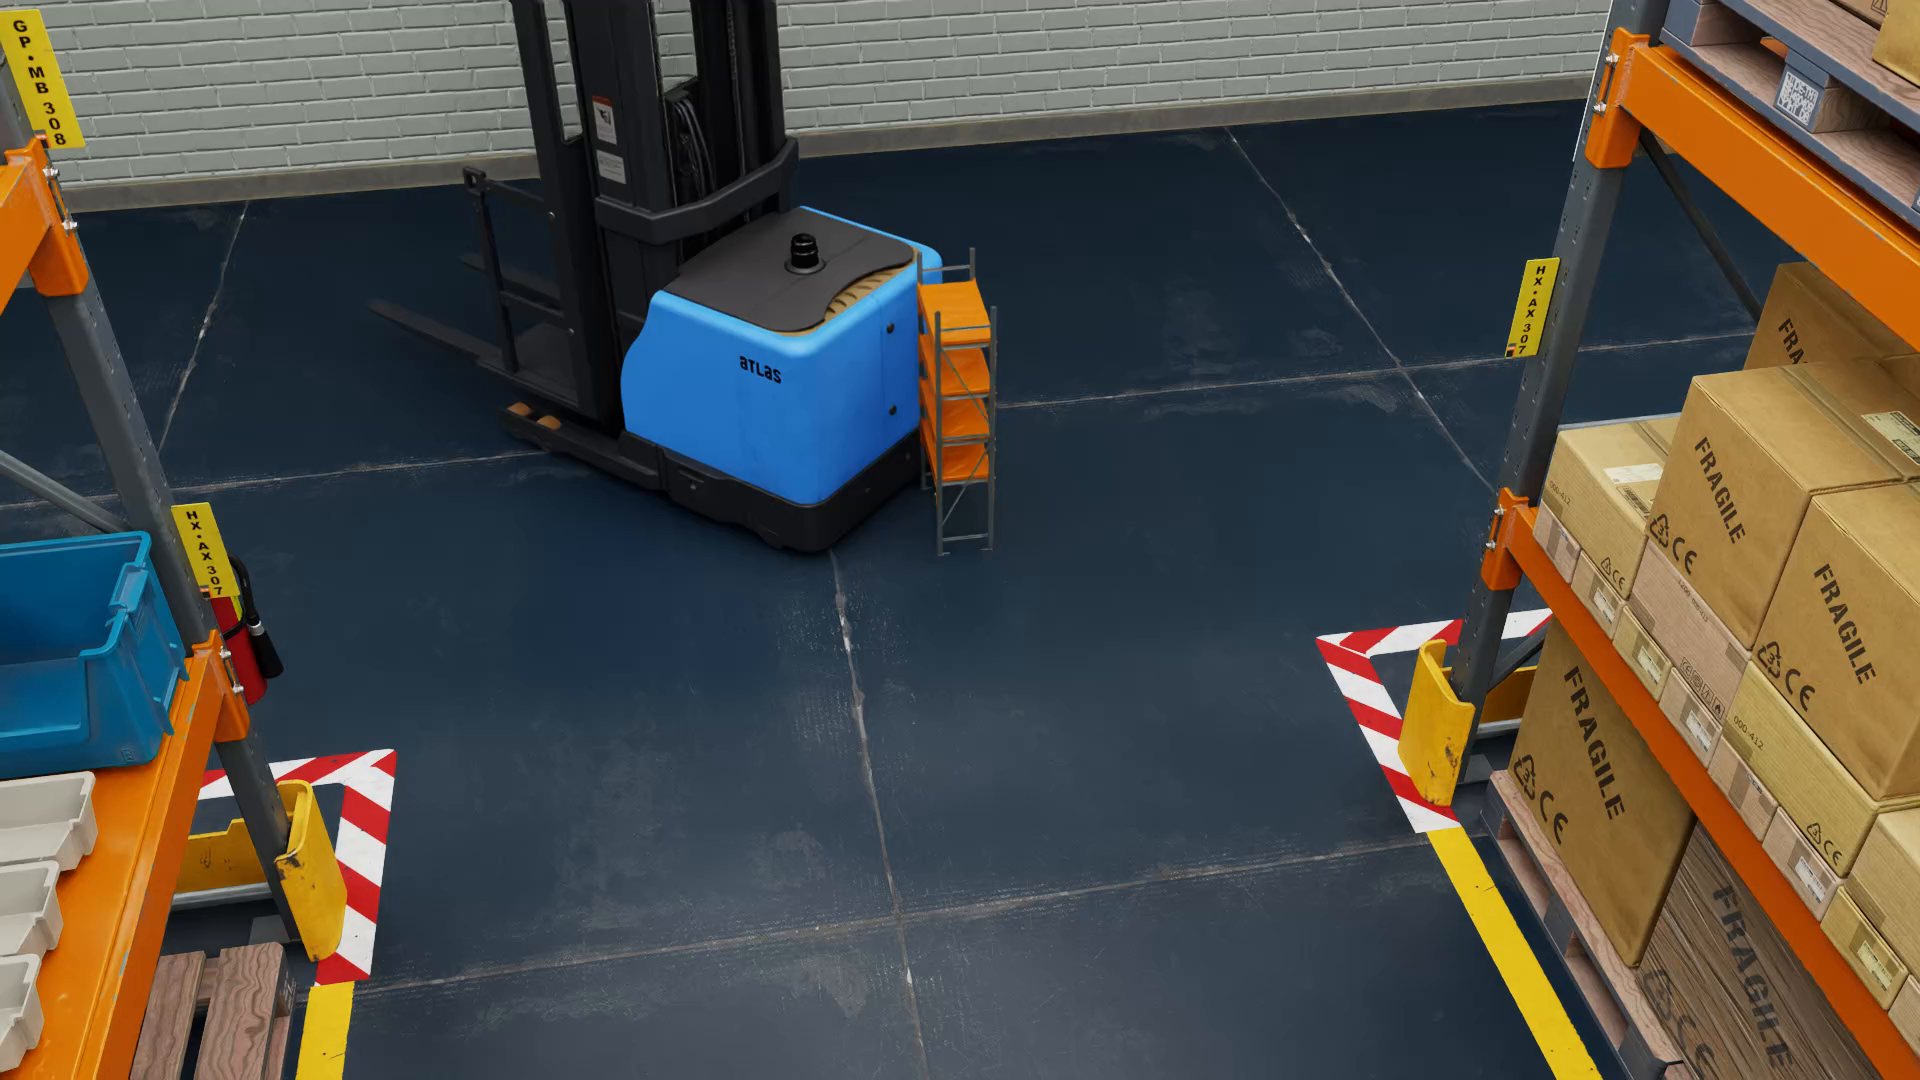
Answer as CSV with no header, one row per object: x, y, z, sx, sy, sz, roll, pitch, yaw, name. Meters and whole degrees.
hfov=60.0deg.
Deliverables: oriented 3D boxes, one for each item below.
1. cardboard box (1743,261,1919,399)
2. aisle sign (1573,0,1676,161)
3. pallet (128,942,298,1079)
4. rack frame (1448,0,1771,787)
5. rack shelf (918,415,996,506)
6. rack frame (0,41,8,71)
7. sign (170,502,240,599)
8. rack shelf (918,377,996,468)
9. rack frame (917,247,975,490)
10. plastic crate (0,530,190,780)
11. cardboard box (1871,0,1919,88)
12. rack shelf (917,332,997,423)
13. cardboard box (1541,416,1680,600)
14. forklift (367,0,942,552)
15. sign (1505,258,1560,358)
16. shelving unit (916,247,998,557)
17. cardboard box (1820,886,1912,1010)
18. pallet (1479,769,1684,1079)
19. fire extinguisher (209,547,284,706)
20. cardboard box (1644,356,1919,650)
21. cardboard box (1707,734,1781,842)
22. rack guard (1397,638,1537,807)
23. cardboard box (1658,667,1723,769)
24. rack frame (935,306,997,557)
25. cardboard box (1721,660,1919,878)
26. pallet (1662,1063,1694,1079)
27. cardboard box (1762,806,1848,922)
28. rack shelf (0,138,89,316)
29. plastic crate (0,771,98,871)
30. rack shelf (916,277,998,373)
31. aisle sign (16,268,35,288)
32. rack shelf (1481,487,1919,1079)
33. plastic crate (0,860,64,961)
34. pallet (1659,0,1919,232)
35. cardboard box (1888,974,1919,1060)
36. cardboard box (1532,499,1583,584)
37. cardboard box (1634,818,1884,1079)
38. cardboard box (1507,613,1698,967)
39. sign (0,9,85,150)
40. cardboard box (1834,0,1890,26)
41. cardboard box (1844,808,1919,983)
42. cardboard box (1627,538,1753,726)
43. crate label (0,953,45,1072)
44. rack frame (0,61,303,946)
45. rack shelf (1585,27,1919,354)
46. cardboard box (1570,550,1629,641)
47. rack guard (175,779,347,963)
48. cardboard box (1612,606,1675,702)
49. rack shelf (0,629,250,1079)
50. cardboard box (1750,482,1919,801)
2.582,-0.455,4.660,0.500,0.500,0.500,-6,38,-7,cardboard box
1.930,-1.405,4.494,0.394,0.787,0.004,-6,38,-8,aisle sign
-2.532,1.769,4.801,1.003,0.211,1.213,-6,38,-8,pallet
2.238,-0.367,5.277,1.000,3.000,0.127,-6,38,-8,rack frame
-0.017,-0.357,7.165,0.258,0.148,0.480,-6,38,-7,rack shelf
-2.638,-2.203,2.751,1.000,3.000,0.127,-6,38,-8,rack frame
-2.100,0.032,4.630,0.100,0.325,0.005,-6,38,-8,sign
-0.017,-0.514,7.043,0.258,0.148,0.480,-6,38,-7,rack shelf
-0.057,-0.715,7.192,0.240,1.200,0.015,-6,38,-7,rack frame
-2.396,0.310,4.328,0.616,0.435,0.499,-6,38,-8,plastic crate
2.362,-1.135,3.316,0.700,0.500,0.500,-8,38,-10,cardboard box
-0.017,-0.690,6.906,0.258,0.148,0.480,-6,38,-7,rack shelf
2.056,-0.106,4.822,0.500,0.250,0.500,-7,38,-9,cardboard box
-1.566,-1.815,7.197,3.031,2.935,1.130,23,43,26,forklift
1.691,-0.684,4.915,0.100,0.325,0.005,-6,38,-8,sign
-0.017,-0.567,7.002,0.258,1.200,0.503,-6,38,-7,shelving unit
2.246,0.911,3.837,0.380,0.149,0.250,-7,38,-9,cardboard box
2.455,1.209,5.522,1.003,0.211,1.213,-6,38,-8,pallet
-2.217,0.204,4.910,0.296,0.674,0.183,-6,38,-8,fire extinguisher
2.144,-0.100,4.203,0.500,0.500,0.500,-7,38,-9,cardboard box
2.157,0.603,4.234,0.380,0.149,0.250,-7,38,-9,cardboard box
2.234,0.606,6.063,1.175,0.500,0.348,-6,38,-8,rack guard
2.114,0.449,4.432,0.380,0.149,0.250,-7,38,-9,cardboard box
0.023,-0.419,6.812,0.240,1.200,0.015,-6,38,-7,rack frame
2.239,0.511,4.027,0.500,0.250,0.500,-7,38,-9,cardboard box
2.666,1.944,4.576,1.003,0.211,1.213,-6,38,-8,pallet
2.203,0.759,4.033,0.380,0.149,0.250,-7,38,-8,cardboard box
-2.288,0.473,2.337,1.077,0.370,4.000,-6,38,-8,rack shelf
-2.317,0.719,4.045,0.396,0.136,0.243,-6,38,-8,plastic crate
-0.017,-0.877,6.761,0.258,0.148,0.480,-6,38,-7,rack shelf
-2.362,-0.936,3.891,0.394,0.787,0.004,-6,38,-8,aisle sign
2.589,1.125,3.943,1.077,0.370,4.000,-6,38,-8,rack shelf
-2.280,0.896,3.818,0.396,0.136,0.243,-6,38,-8,plastic crate
2.378,-1.070,3.809,1.003,0.211,1.213,-6,38,-8,pallet
2.294,1.069,3.633,0.380,0.149,0.250,-6,38,-7,cardboard box
1.975,-0.018,5.033,0.380,0.149,0.250,-6,38,-7,cardboard box
2.589,1.234,4.606,0.875,0.875,0.875,-6,38,-8,cardboard box
2.429,0.684,5.314,0.875,0.875,0.875,-6,38,-8,cardboard box
-2.100,-1.046,3.792,0.100,0.325,0.005,-6,38,-8,sign
2.382,-1.488,3.770,0.700,0.500,0.500,-8,39,-11,cardboard box
2.335,0.826,3.622,0.500,0.250,0.500,-7,38,-9,cardboard box
2.154,0.207,4.418,0.500,0.250,0.500,-7,38,-9,cardboard box
-2.208,1.061,3.605,0.396,0.136,0.243,-6,38,-8,crate label
-2.638,0.166,4.592,1.000,3.000,0.127,-6,38,-8,rack frame
2.589,-0.059,3.023,1.077,0.370,4.000,-6,38,-8,rack shelf
2.022,0.137,4.833,0.380,0.149,0.250,-7,38,-9,cardboard box
-2.655,1.140,5.375,1.175,0.500,0.348,-6,38,-8,rack guard
2.067,0.292,4.634,0.380,0.149,0.250,-7,38,-9,cardboard box
-2.288,1.658,3.257,1.077,0.370,4.000,-6,38,-8,rack shelf
2.241,0.212,3.801,0.500,0.500,0.500,-7,38,-9,cardboard box
